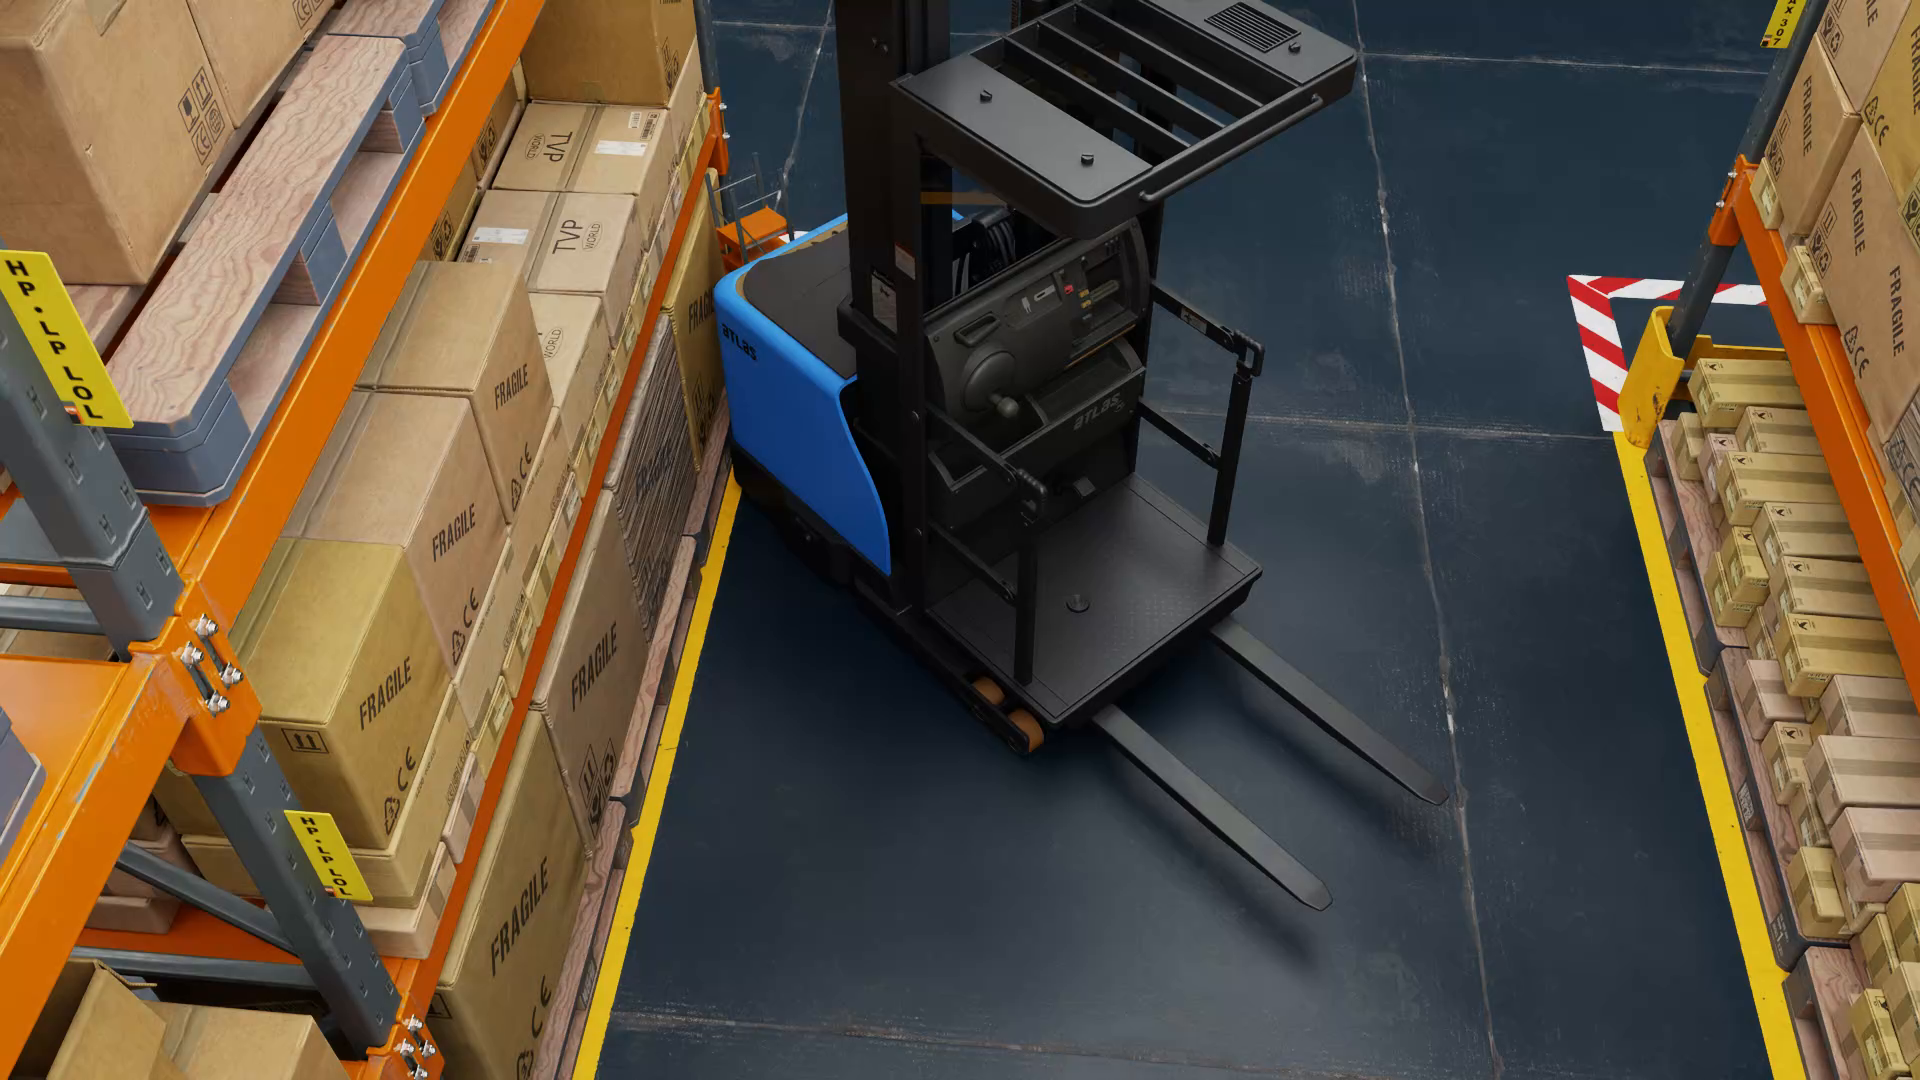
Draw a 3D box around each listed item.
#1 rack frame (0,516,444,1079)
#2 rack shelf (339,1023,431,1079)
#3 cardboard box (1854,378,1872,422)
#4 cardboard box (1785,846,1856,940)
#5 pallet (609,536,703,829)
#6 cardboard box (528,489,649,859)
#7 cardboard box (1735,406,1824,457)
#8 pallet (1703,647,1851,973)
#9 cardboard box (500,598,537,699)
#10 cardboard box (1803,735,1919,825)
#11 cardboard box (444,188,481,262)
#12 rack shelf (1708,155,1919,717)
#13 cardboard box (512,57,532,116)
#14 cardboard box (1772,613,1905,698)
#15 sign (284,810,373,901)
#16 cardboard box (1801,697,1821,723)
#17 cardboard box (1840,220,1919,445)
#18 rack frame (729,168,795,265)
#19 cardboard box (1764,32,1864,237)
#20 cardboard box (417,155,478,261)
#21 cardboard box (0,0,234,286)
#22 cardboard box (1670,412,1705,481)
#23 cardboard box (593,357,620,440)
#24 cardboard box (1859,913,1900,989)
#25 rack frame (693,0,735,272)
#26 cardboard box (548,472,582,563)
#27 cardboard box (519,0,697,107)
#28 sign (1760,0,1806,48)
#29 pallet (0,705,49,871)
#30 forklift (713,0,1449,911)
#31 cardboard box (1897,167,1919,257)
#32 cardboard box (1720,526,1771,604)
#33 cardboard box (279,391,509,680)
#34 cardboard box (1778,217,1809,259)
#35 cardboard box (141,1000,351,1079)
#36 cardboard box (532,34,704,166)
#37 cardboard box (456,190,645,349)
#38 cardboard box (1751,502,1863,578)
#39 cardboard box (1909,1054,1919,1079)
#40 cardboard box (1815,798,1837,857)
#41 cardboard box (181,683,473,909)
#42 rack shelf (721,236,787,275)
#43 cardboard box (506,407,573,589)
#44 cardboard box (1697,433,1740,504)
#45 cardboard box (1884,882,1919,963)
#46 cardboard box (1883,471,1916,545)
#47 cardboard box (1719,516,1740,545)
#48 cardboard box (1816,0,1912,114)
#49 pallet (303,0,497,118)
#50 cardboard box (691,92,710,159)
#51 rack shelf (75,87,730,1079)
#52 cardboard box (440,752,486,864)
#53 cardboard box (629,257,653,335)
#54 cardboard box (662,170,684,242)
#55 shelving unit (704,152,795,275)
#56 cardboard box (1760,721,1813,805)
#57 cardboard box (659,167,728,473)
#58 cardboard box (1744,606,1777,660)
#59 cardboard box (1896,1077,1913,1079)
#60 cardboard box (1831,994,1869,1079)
[{"bbox_3d":[-1.831,0.982,3.819,1.000,3.000,0.127,4,48,4],"label":"rack frame"},{"bbox_3d":[-2.013,2.694,2.741,1.077,0.370,4.000,4,48,4],"label":"rack shelf"},{"bbox_3d":[3.112,-0.468,5.315,0.380,0.149,0.250,3,48,3],"label":"cardboard box"},{"bbox_3d":[2.890,1.138,5.324,0.380,0.149,0.250,4,48,3],"label":"cardboard box"},{"bbox_3d":[-1.575,0.470,6.177,1.003,0.211,1.213,4,48,4],"label":"pallet"},{"bbox_3d":[-1.609,0.416,5.492,0.875,0.875,0.875,4,48,4],"label":"cardboard box"},{"bbox_3d":[3.173,-0.357,6.288,0.380,0.149,0.250,5,48,4],"label":"cardboard box"},{"bbox_3d":[3.234,0.936,5.751,1.003,0.211,1.213,4,48,4],"label":"pallet"},{"bbox_3d":[-1.403,0.291,4.621,0.380,0.149,0.250,3,48,2],"label":"cardboard box"},{"bbox_3d":[2.918,0.767,5.260,0.380,0.149,0.250,2,48,2],"label":"cardboard box"},{"bbox_3d":[-1.869,-0.922,5.460,0.500,0.250,0.500,2,48,2],"label":"cardboard box"},{"bbox_3d":[3.282,0.162,5.056,1.077,0.370,4.000,4,48,4],"label":"rack shelf"},{"bbox_3d":[-1.779,-1.673,6.147,0.500,0.250,0.500,3,48,2],"label":"cardboard box"},{"bbox_3d":[2.978,0.400,5.595,0.380,0.149,0.250,5,48,4],"label":"cardboard box"},{"bbox_3d":[-1.289,0.647,3.395,0.100,0.325,0.005,4,48,4],"label":"sign"},{"bbox_3d":[3.101,0.506,5.700,0.380,0.149,0.250,6,48,6],"label":"cardboard box"},{"bbox_3d":[3.067,-0.619,5.014,0.500,0.500,0.500,4,48,4],"label":"cardboard box"},{"bbox_3d":[-0.727,-0.928,6.756,0.240,1.200,0.006,-30,45,-25],"label":"rack frame"},{"bbox_3d":[3.148,-1.373,5.703,0.500,0.500,0.500,6,48,5],"label":"cardboard box"},{"bbox_3d":[-1.866,-1.178,5.186,0.500,0.500,0.500,3,48,2],"label":"cardboard box"},{"bbox_3d":[-1.819,-0.819,3.014,0.700,0.500,0.500,1,48,1],"label":"cardboard box"},{"bbox_3d":[3.097,-0.366,6.699,0.380,0.149,0.250,5,48,4],"label":"cardboard box"},{"bbox_3d":[-1.310,-0.466,5.314,0.380,0.149,0.250,5,48,4],"label":"cardboard box"},{"bbox_3d":[2.951,1.281,4.991,0.380,0.149,0.250,4,48,4],"label":"cardboard box"},{"bbox_3d":[-1.466,-1.958,6.508,1.000,3.000,0.127,4,48,4],"label":"rack frame"},{"bbox_3d":[-1.355,-0.081,4.962,0.380,0.149,0.250,4,48,4],"label":"cardboard box"},{"bbox_3d":[-1.249,-1.885,5.833,0.500,0.500,0.500,4,48,4],"label":"cardboard box"},{"bbox_3d":[2.924,-1.879,5.849,0.100,0.325,0.005,4,48,4],"label":"sign"},{"bbox_3d":[-1.865,0.711,2.164,0.805,0.209,1.217,2,48,2],"label":"pallet"},{"bbox_3d":[0.414,-0.643,5.352,1.130,2.935,3.031,-33,56,-27],"label":"forklift"},{"bbox_3d":[3.049,-0.958,4.646,0.500,0.500,0.500,3,48,3],"label":"cardboard box"},{"bbox_3d":[3.014,0.102,6.070,0.380,0.149,0.250,5,48,5],"label":"cardboard box"},{"bbox_3d":[-1.480,-0.017,4.125,0.500,0.500,0.500,4,48,4],"label":"cardboard box"},{"bbox_3d":[3.126,-1.059,5.856,0.380,0.149,0.250,5,48,5],"label":"cardboard box"},{"bbox_3d":[-1.601,1.310,3.451,0.500,0.500,0.500,4,48,4],"label":"cardboard box"},{"bbox_3d":[-1.246,-1.634,6.111,0.500,0.250,0.500,3,48,3],"label":"cardboard box"},{"bbox_3d":[-1.339,-0.887,5.428,0.500,0.250,0.500,2,48,2],"label":"cardboard box"},{"bbox_3d":[3.082,0.007,5.955,0.380,0.149,0.250,2,48,2],"label":"cardboard box"},{"bbox_3d":[2.856,1.540,4.553,0.380,0.149,0.250,4,48,4],"label":"cardboard box"},{"bbox_3d":[2.999,0.897,5.343,0.380,0.149,0.250,2,48,2],"label":"cardboard box"},{"bbox_3d":[-1.527,0.604,4.065,0.500,0.250,0.500,3,48,3],"label":"cardboard box"},{"bbox_3d":[-0.801,-1.119,6.688,0.258,0.103,0.180,-30,45,-25],"label":"rack shelf"},{"bbox_3d":[-1.435,-0.142,4.747,0.500,0.250,0.500,5,48,4],"label":"cardboard box"},{"bbox_3d":[3.079,-0.265,6.405,0.380,0.149,0.250,4,48,3],"label":"cardboard box"},{"bbox_3d":[2.973,1.171,4.891,0.380,0.149,0.250,5,48,5],"label":"cardboard box"},{"bbox_3d":[3.017,-0.099,4.978,0.380,0.149,0.250,5,48,5],"label":"cardboard box"},{"bbox_3d":[3.139,0.015,6.351,0.380,0.149,0.250,4,48,4],"label":"cardboard box"},{"bbox_3d":[3.159,-1.710,5.334,0.500,0.500,0.500,4,48,3],"label":"cardboard box"},{"bbox_3d":[-1.632,-1.495,4.112,1.003,0.211,1.213,4,48,4],"label":"pallet"},{"bbox_3d":[-1.171,-1.589,6.341,0.380,0.149,0.250,5,48,4],"label":"cardboard box"},{"bbox_3d":[-1.648,-0.245,5.429,1.077,0.370,4.000,4,48,4],"label":"rack shelf"},{"bbox_3d":[-1.449,0.678,4.267,0.380,0.149,0.250,2,48,2],"label":"cardboard box"},{"bbox_3d":[-1.262,-0.839,5.654,0.380,0.149,0.250,3,48,3],"label":"cardboard box"},{"bbox_3d":[-1.217,-1.213,5.997,0.380,0.149,0.250,4,48,4],"label":"cardboard box"},{"bbox_3d":[-0.783,-0.972,6.814,0.258,1.200,0.189,-30,45,-25],"label":"shelving unit"},{"bbox_3d":[2.970,0.772,5.659,0.380,0.149,0.250,4,48,4],"label":"cardboard box"},{"bbox_3d":[-1.445,-0.907,6.702,0.875,0.875,0.875,4,48,4],"label":"cardboard box"},{"bbox_3d":[3.079,0.389,6.009,0.380,0.149,0.250,4,48,4],"label":"cardboard box"},{"bbox_3d":[2.824,1.657,4.648,0.380,0.149,0.250,2,48,2],"label":"cardboard box"},{"bbox_3d":[2.863,1.515,4.979,0.380,0.149,0.250,2,48,2],"label":"cardboard box"}]
